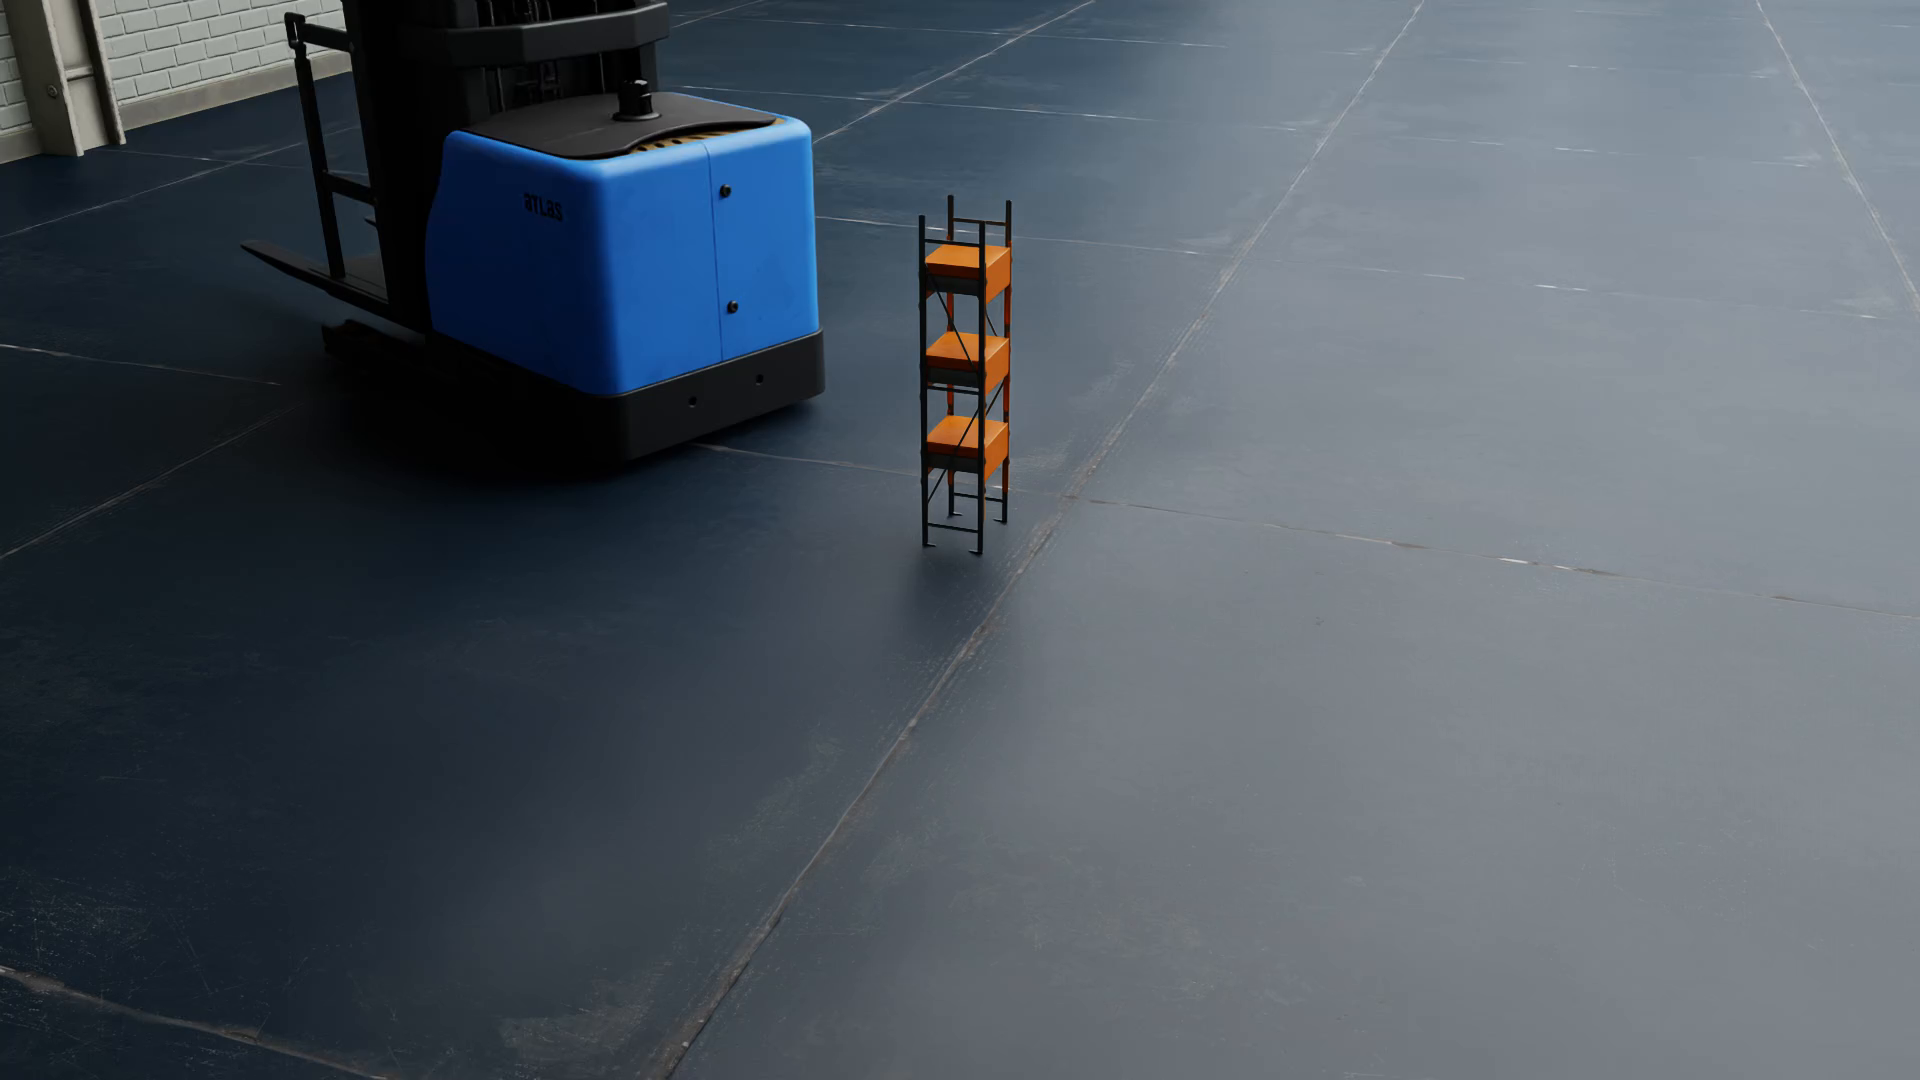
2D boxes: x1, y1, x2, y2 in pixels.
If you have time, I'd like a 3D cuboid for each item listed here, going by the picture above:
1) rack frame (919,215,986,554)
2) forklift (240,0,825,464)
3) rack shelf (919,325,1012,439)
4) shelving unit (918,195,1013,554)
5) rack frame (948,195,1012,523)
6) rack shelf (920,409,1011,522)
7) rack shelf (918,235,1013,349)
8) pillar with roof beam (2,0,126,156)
[{"bbox_3d":[-0.023,-0.444,4.963,0.200,1.050,0.008,9,27,17],"label":"rack frame"},{"bbox_3d":[-1.923,-2.112,6.248,3.031,2.935,1.130,22,34,38],"label":"forklift"},{"bbox_3d":[0.018,-0.485,5.071,0.215,0.259,0.240,9,27,17],"label":"rack shelf"},{"bbox_3d":[0.018,-0.495,5.067,0.215,1.050,0.252,9,27,17],"label":"shelving unit"},{"bbox_3d":[0.058,-0.545,5.170,0.200,1.050,0.008,9,27,17],"label":"rack frame"},{"bbox_3d":[0.018,-0.235,5.192,0.215,0.259,0.240,9,27,17],"label":"rack shelf"},{"bbox_3d":[0.018,-0.740,4.948,0.215,0.259,0.240,9,27,17],"label":"rack shelf"},{"bbox_3d":[-1.341,-5.842,6.990,9.100,9.000,0.400,9,27,17],"label":"pillar with roof beam"}]
